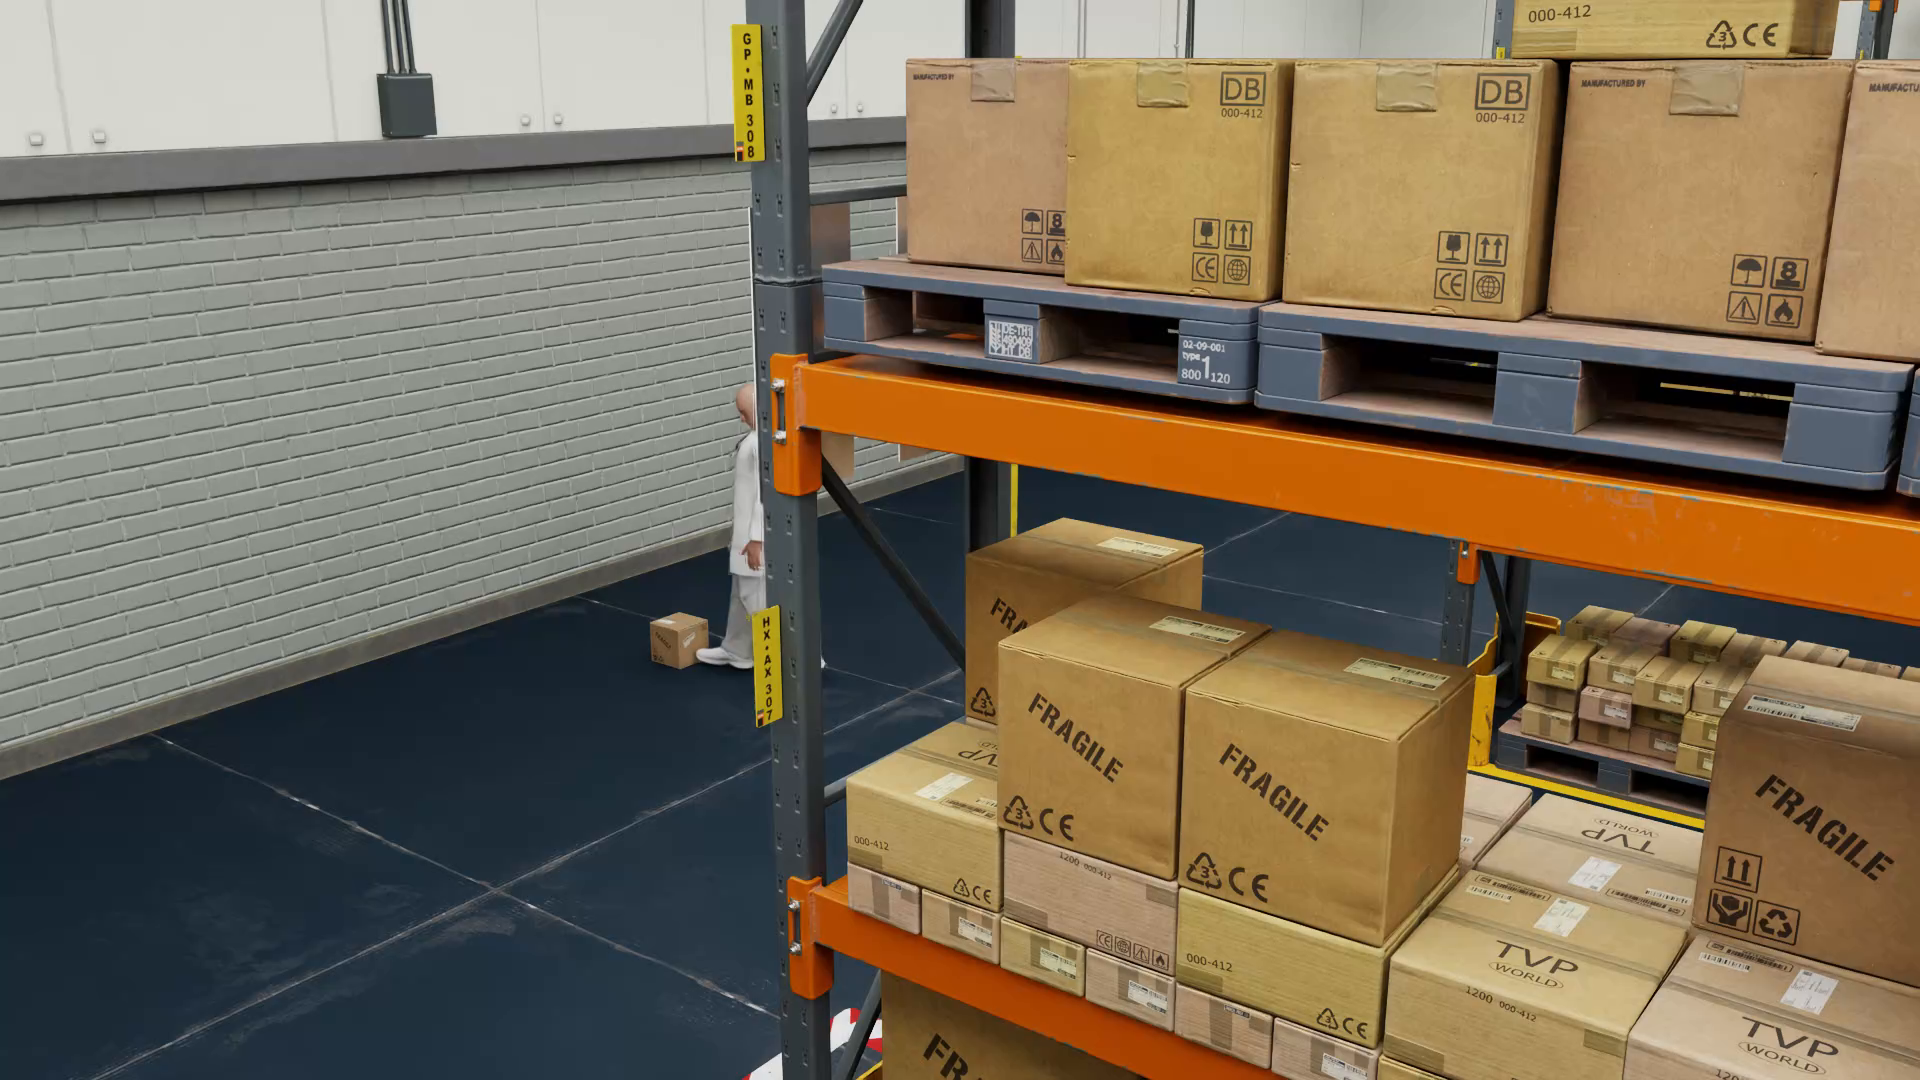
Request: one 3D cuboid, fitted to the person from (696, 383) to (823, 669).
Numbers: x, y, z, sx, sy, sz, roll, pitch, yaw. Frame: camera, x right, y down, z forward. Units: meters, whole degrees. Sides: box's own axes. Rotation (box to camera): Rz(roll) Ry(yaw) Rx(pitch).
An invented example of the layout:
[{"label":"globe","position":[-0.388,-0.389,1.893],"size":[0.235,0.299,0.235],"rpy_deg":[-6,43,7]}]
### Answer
[{"label":"person","position":[-1.207,-0.052,9.711],"size":[0.816,1.753,0.630],"rpy_deg":[1,16,4]}]
